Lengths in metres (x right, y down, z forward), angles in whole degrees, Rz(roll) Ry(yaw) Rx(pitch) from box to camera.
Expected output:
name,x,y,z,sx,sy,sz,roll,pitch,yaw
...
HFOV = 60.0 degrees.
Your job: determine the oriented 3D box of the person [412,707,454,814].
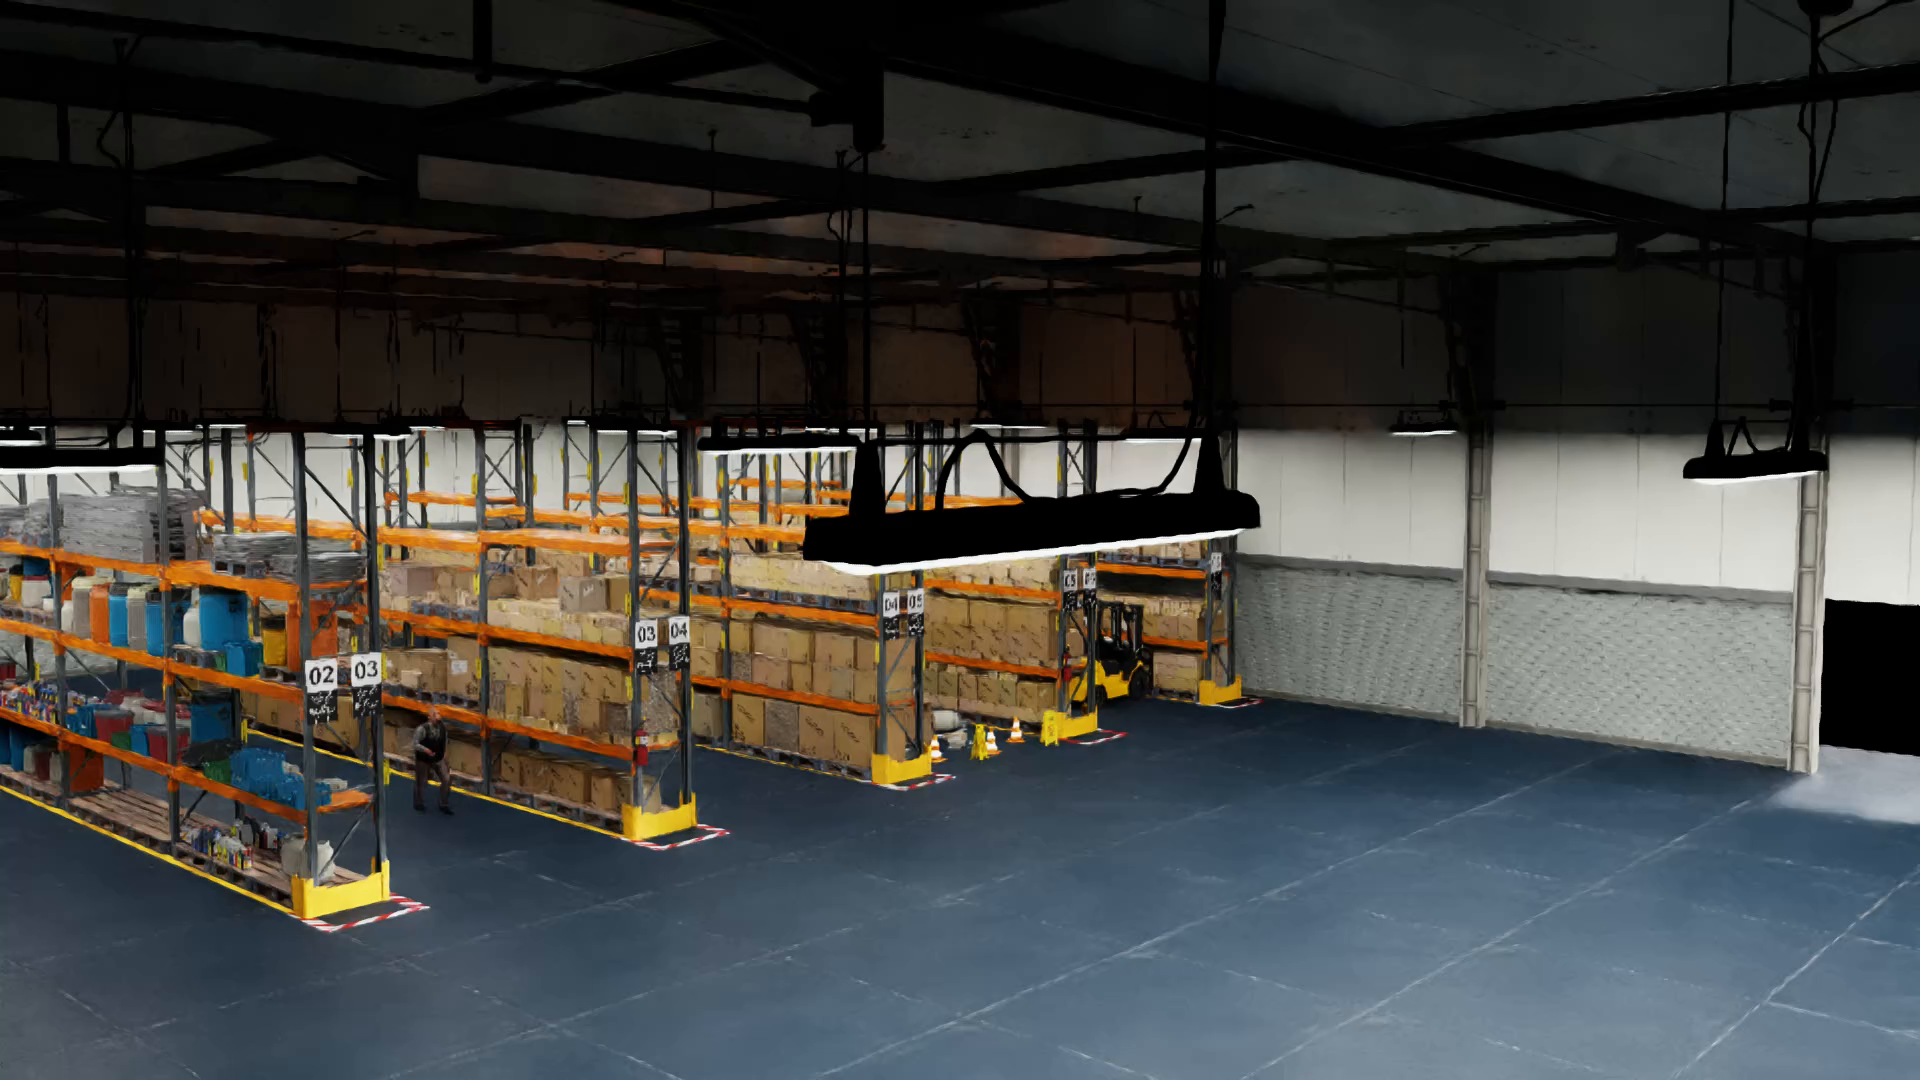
name,x,y,z,sx,sy,sz,roll,pitch,yaw
person,-8.190,3.403,25.774,0.680,1.645,0.866,-4,6,-42
